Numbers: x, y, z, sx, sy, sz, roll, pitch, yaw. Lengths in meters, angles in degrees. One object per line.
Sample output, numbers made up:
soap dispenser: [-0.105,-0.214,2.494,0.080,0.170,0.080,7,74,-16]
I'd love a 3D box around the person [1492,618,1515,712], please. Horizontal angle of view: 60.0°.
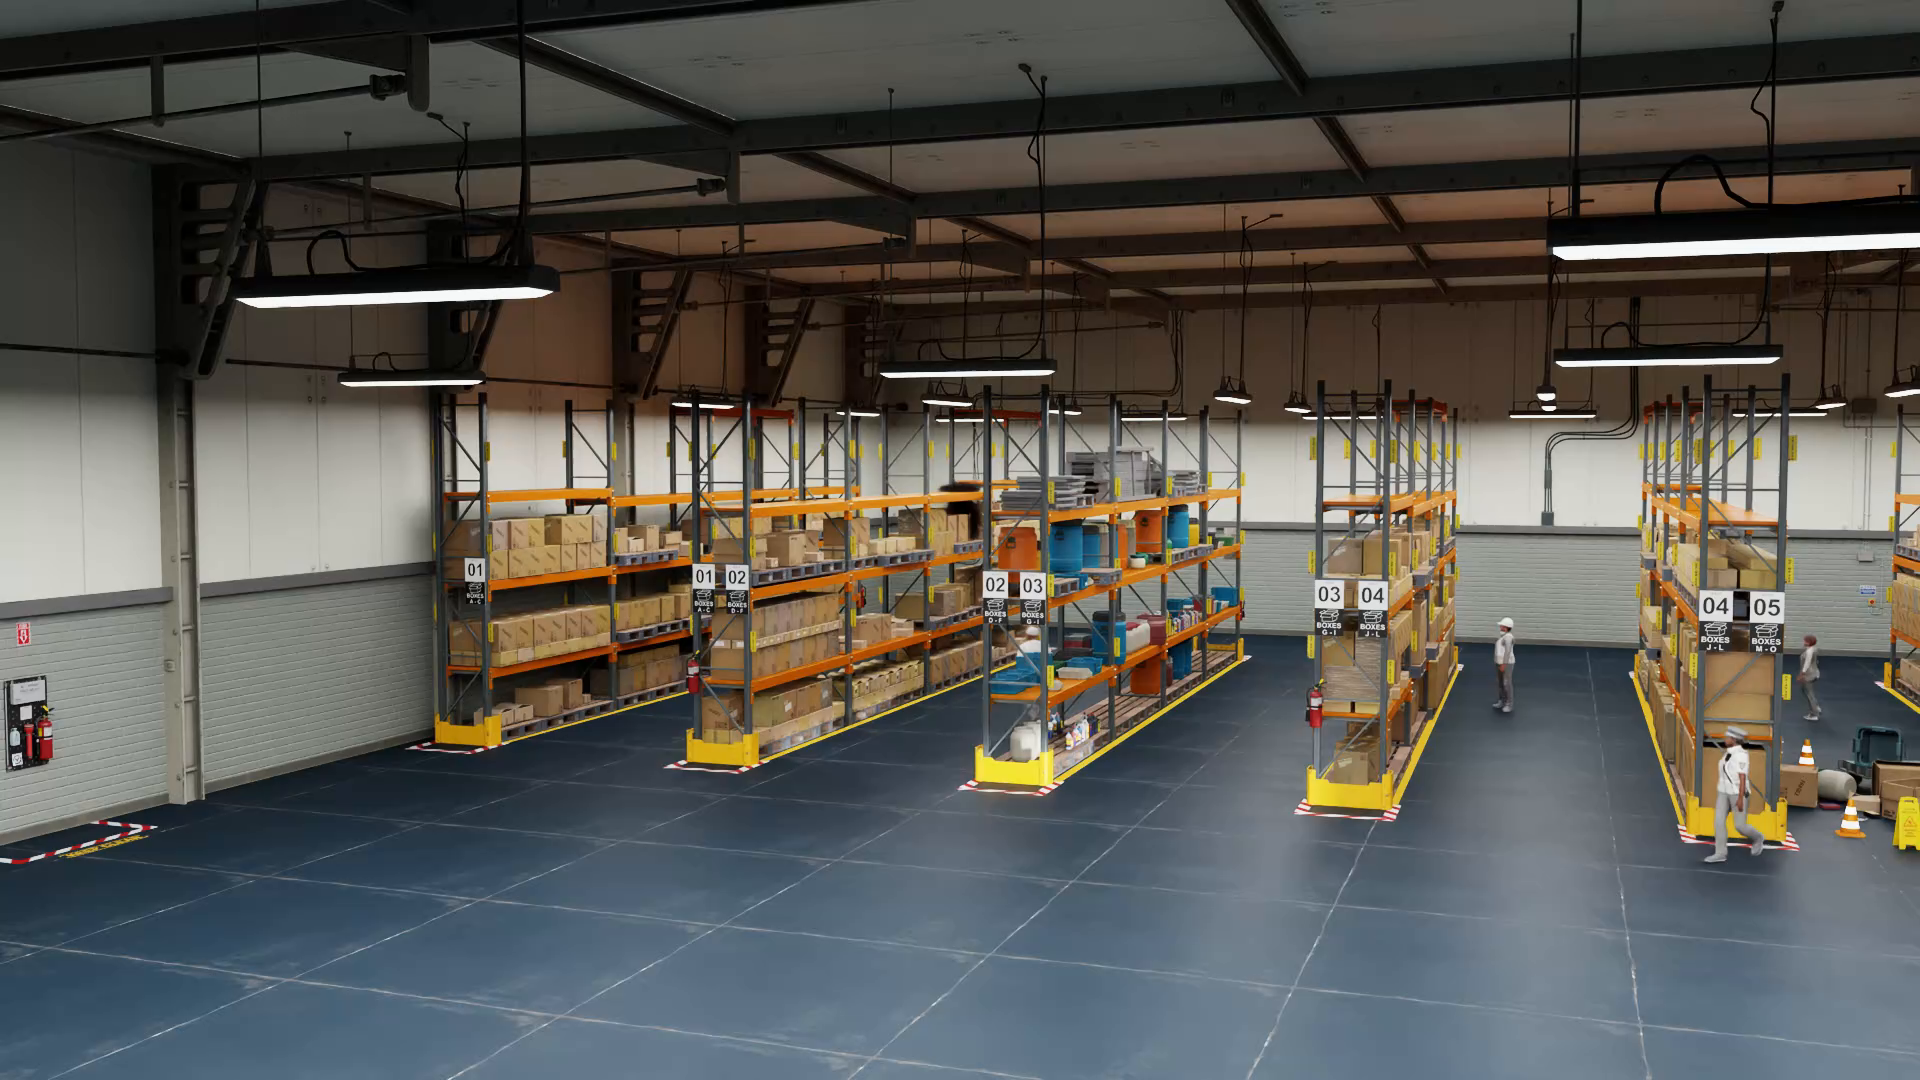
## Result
person: [10.558,2.409,32.231,0.392,1.804,0.522,0,3,-9]

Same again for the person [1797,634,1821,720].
person: [15.786,2.542,30.937,0.475,1.592,0.437,-2,3,-27]

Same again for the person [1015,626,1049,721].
person: [1.367,2.515,31.074,0.674,1.812,0.553,-1,3,-15]

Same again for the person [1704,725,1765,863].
person: [9.436,3.086,20.208,0.689,1.673,0.437,-2,3,-29]
